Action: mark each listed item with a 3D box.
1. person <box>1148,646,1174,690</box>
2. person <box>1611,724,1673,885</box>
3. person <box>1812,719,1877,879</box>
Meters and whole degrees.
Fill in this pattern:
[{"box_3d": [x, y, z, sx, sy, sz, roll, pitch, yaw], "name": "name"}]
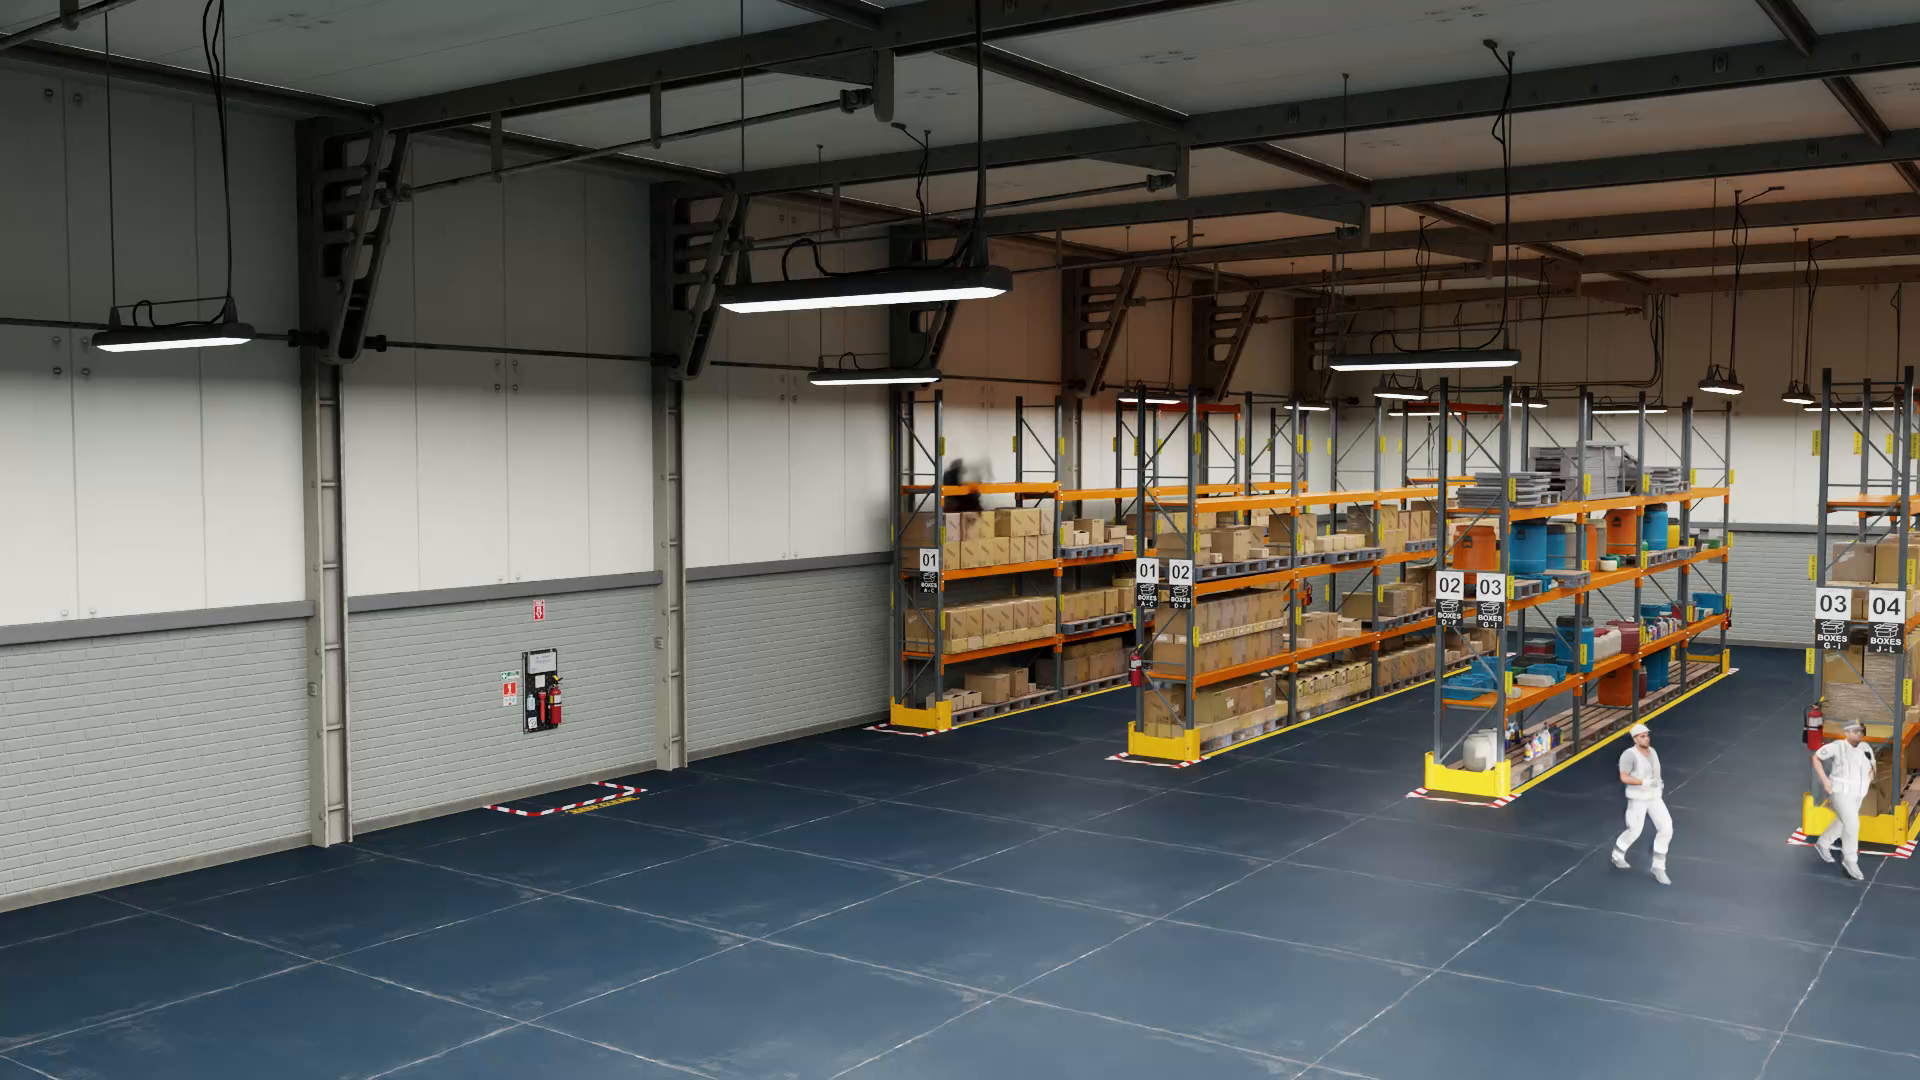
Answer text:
[{"box_3d": [3.779, 2.443, 30.916, 0.620, 1.634, 0.823, 2, 4, 26], "name": "person"}, {"box_3d": [7.935, 3.038, 19.313, 0.669, 1.820, 0.792, -1, 3, -17], "name": "person"}, {"box_3d": [10.495, 3.004, 19.661, 0.659, 1.815, 0.862, -1, 3, -18], "name": "person"}]
